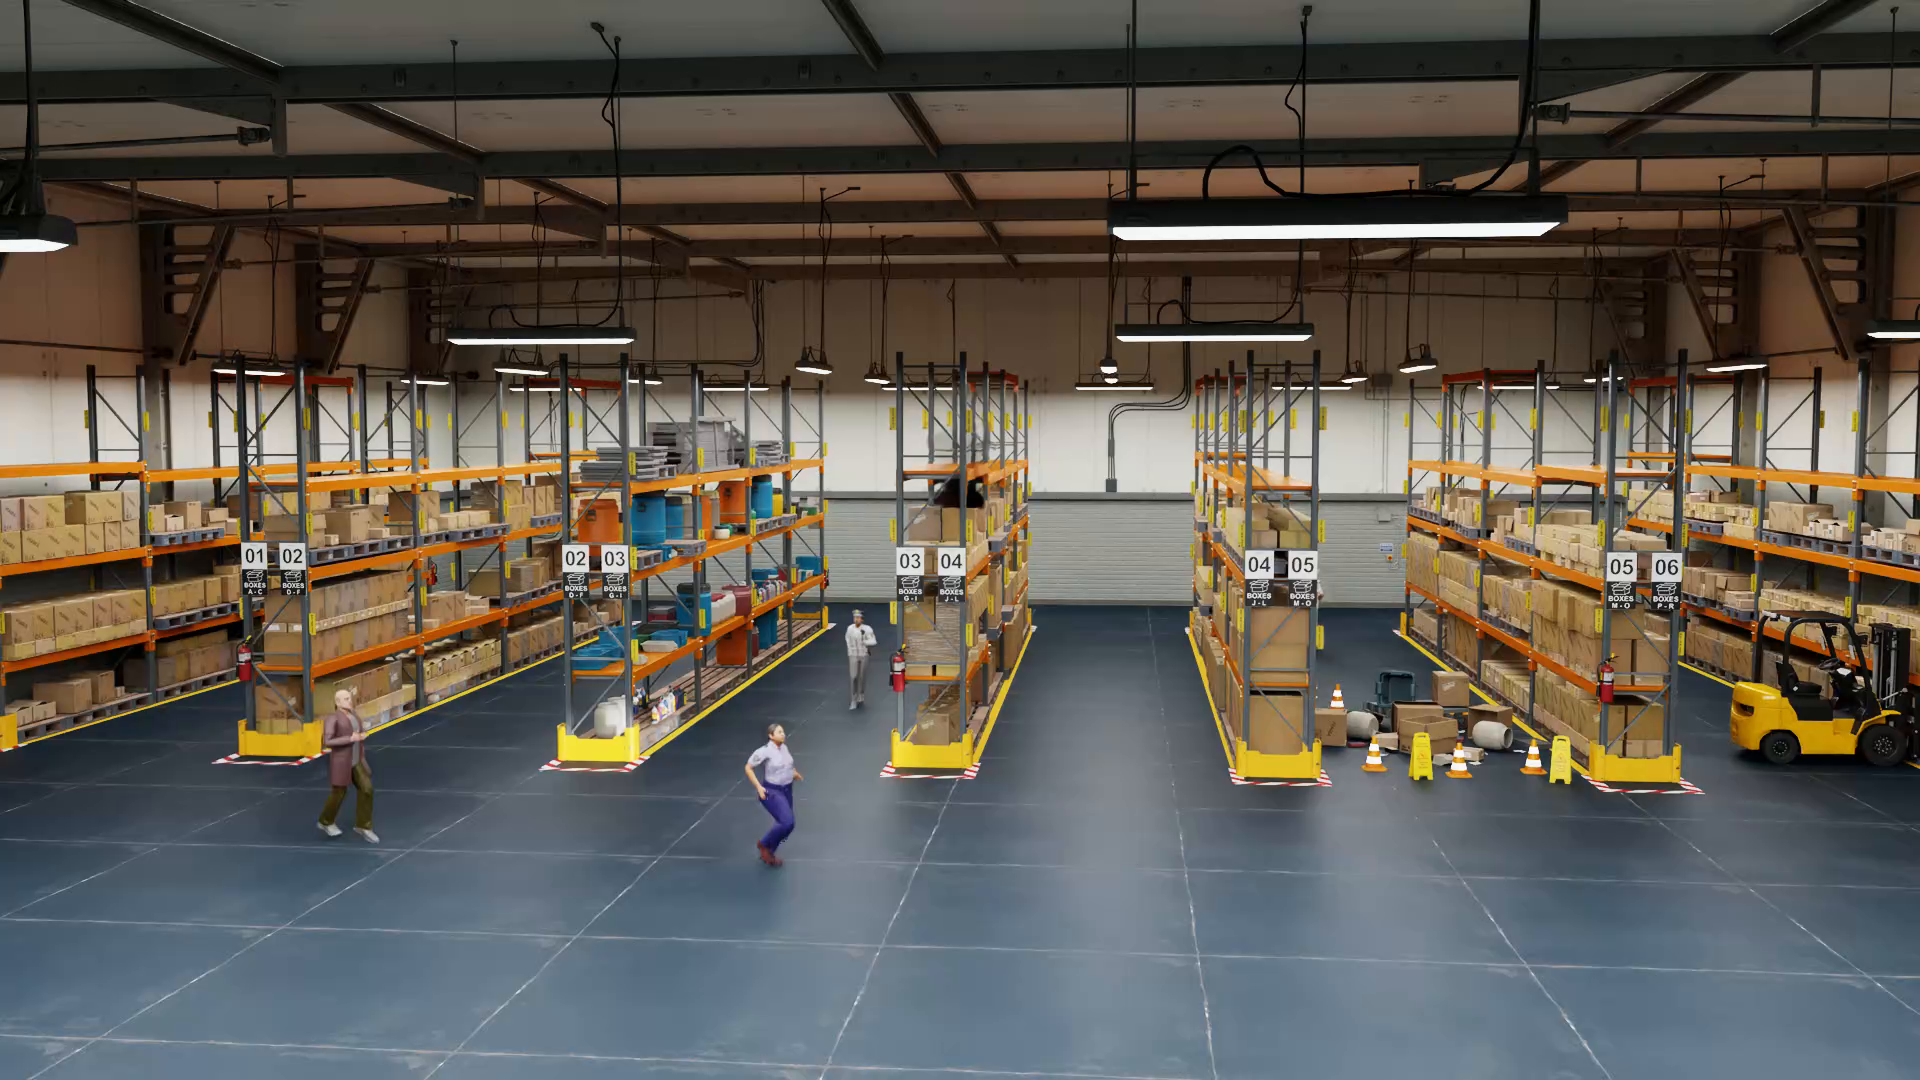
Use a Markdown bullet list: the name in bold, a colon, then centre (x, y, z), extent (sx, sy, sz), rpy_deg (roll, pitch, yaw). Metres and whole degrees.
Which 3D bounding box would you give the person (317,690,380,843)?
- **person**: centre (-7.338, 2.699, 19.833), extent (0.842, 1.841, 0.692), rpy_deg (2, 5, 26)

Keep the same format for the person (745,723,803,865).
- **person**: centre (-2.023, 2.864, 18.684), extent (0.581, 1.610, 0.592), rpy_deg (2, 5, 29)

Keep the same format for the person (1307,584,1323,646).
- **person**: centre (7.716, 1.519, 36.873), extent (0.663, 1.758, 0.752), rpy_deg (-1, 4, -12)

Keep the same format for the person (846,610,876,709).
- **person**: centre (-1.750, 2.091, 29.281), extent (0.581, 1.761, 0.755), rpy_deg (0, 4, 4)
